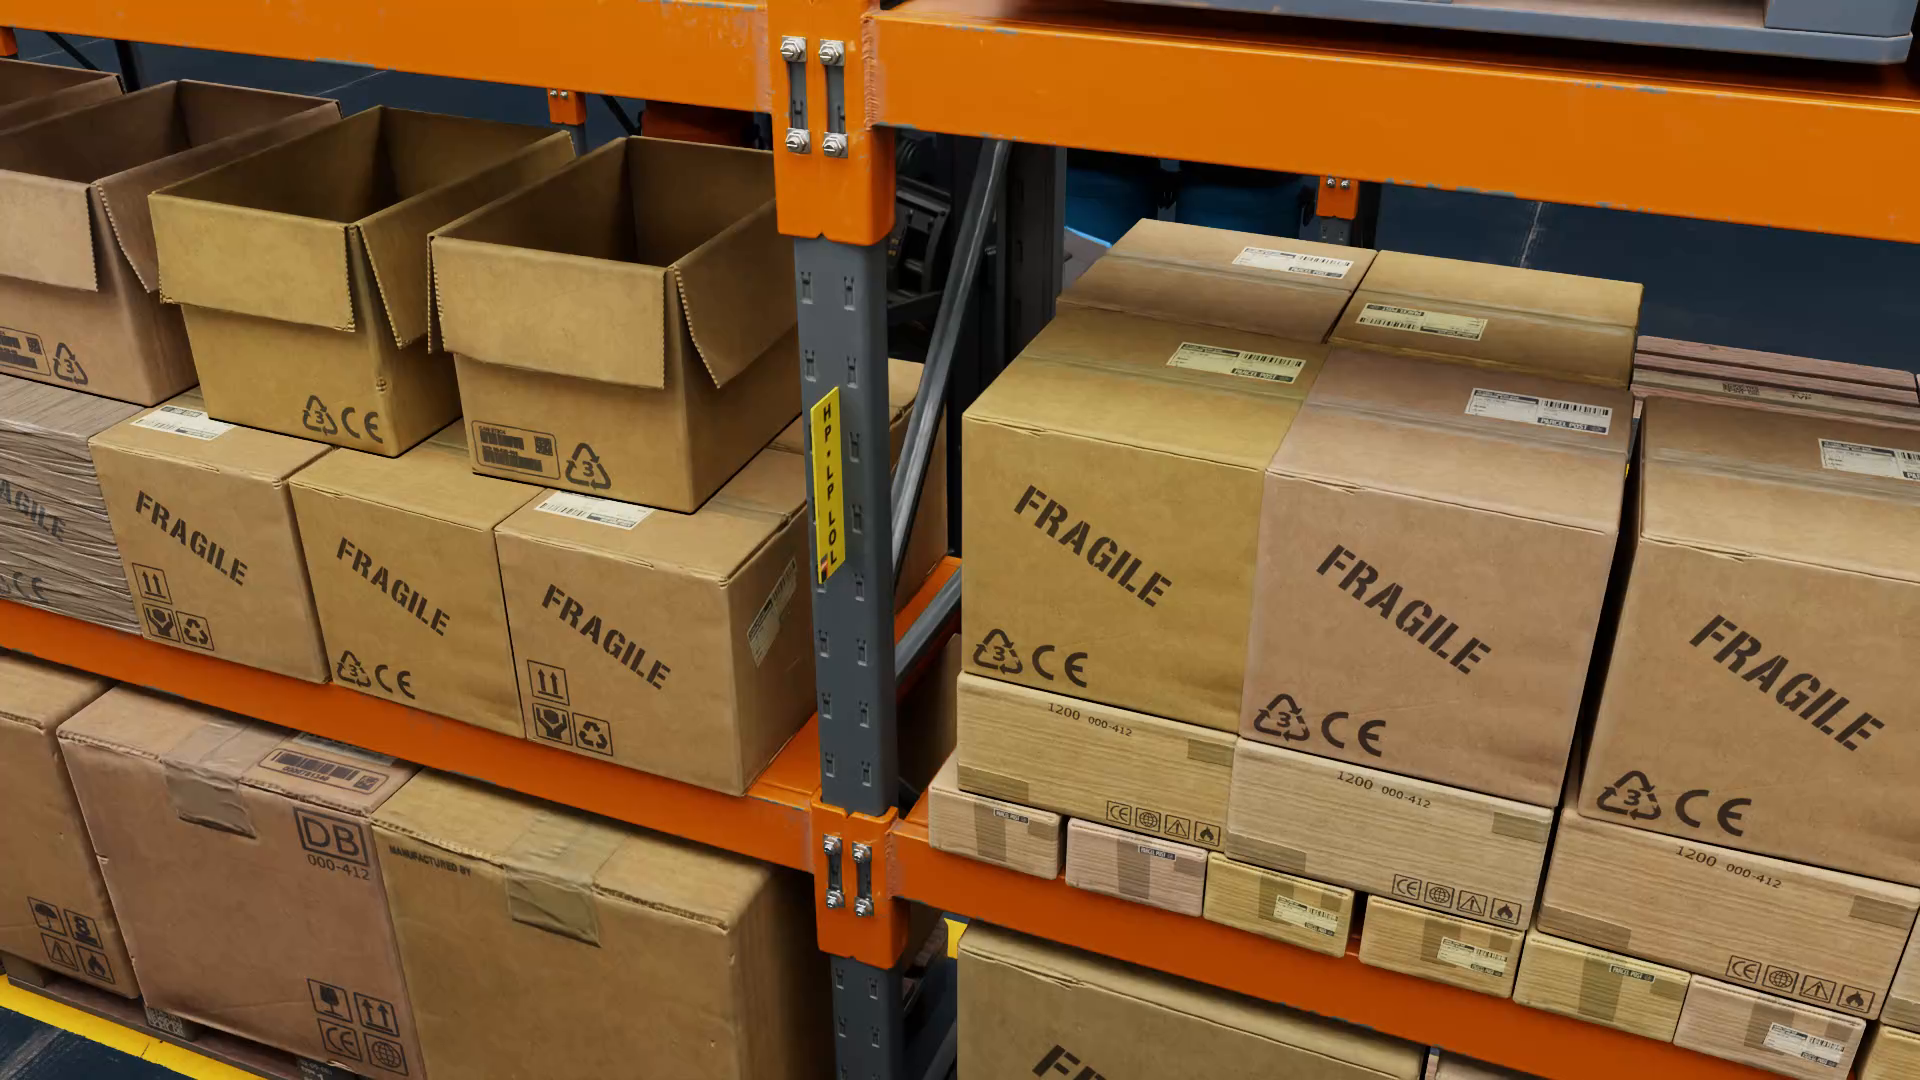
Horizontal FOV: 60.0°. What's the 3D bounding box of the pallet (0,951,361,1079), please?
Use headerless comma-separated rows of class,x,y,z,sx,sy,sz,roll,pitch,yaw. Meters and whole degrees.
pallet,-1.899,1.012,4.745,1.213,0.211,1.003,11,31,19

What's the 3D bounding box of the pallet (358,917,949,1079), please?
pallet,-0.765,1.237,4.347,1.213,0.211,1.003,11,31,19

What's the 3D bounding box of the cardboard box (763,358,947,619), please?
cardboard box,-0.354,-0.111,3.796,0.500,0.500,0.500,11,31,19

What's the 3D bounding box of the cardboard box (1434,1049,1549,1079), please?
cardboard box,1.394,1.199,3.313,0.875,0.875,0.875,11,31,19

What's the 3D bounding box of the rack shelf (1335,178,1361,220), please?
rack shelf,3.694,-1.444,6.987,4.000,0.370,1.077,11,31,19

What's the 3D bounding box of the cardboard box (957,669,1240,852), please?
cardboard box,0.315,0.274,3.067,0.500,0.250,0.500,11,31,18

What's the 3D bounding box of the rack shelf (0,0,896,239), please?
rack shelf,-1.875,-1.231,3.562,4.000,0.370,1.077,11,31,19

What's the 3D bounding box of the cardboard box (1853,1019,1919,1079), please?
cardboard box,1.572,0.735,2.657,0.250,0.149,0.380,10,31,18

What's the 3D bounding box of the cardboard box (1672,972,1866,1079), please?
cardboard box,1.329,0.687,2.742,0.250,0.149,0.380,12,32,20

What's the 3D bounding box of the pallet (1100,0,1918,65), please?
pallet,0.733,-0.980,2.476,1.213,0.211,1.003,11,31,19

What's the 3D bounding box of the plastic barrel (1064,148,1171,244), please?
plastic barrel,0.687,-1.636,8.301,0.708,0.901,0.600,11,31,19

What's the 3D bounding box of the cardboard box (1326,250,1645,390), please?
cardboard box,0.968,-0.201,3.146,0.500,0.500,0.500,12,31,20

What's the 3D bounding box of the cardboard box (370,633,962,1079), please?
cardboard box,-0.622,0.764,4.082,0.875,0.875,1.225,11,31,19

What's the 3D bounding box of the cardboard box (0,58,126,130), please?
cardboard box,-2.454,-0.824,4.039,0.637,0.503,0.797,12,32,20

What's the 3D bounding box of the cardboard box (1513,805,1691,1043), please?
cardboard box,1.097,0.639,2.826,0.250,0.149,0.380,11,31,18

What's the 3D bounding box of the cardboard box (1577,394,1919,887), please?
cardboard box,1.263,0.135,2.551,0.500,0.500,0.500,10,31,18

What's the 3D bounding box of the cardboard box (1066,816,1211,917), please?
cardboard box,0.371,0.496,3.080,0.250,0.149,0.380,10,31,17

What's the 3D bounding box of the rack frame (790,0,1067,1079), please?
rack frame,-0.022,0.132,3.469,0.127,3.000,1.000,11,31,19

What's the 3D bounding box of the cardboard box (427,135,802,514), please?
cardboard box,-0.617,-0.463,3.400,0.637,0.503,0.797,10,31,18

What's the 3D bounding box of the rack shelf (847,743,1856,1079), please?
rack shelf,1.832,0.815,2.991,4.000,0.370,1.077,11,31,19

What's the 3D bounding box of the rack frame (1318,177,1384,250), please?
rack frame,1.841,-2.127,7.464,0.127,3.000,1.000,11,31,19

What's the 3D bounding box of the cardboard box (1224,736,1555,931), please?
cardboard box,0.774,0.368,2.901,0.500,0.250,0.500,11,31,19

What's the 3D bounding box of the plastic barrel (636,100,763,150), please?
plastic barrel,-1.406,-2.022,9.058,0.708,0.830,0.600,11,31,19

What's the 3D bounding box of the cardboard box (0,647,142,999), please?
cardboard box,-2.273,0.439,4.657,0.875,0.875,1.225,11,31,19

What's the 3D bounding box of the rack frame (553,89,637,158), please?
rack frame,-1.866,-2.867,8.774,0.127,3.000,1.000,11,31,19

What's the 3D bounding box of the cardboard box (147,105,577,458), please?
cardboard box,-1.248,-0.595,3.634,0.637,0.503,0.797,12,32,20

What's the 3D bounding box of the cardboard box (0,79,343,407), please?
cardboard box,-1.830,-0.703,3.825,0.637,0.503,0.797,12,32,21

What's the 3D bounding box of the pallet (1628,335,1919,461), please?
pallet,3.671,-0.570,7.543,1.213,0.211,1.003,11,31,19

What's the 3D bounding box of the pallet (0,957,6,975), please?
pallet,-3.026,0.786,5.145,1.213,0.211,1.003,11,31,19

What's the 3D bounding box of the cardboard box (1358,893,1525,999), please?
cardboard box,0.859,0.592,2.909,0.250,0.149,0.380,10,31,18

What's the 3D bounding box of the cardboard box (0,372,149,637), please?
cardboard box,-1.963,-0.157,3.878,0.500,0.500,0.500,11,31,19

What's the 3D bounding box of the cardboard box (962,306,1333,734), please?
cardboard box,0.326,-0.054,2.885,0.500,0.500,0.500,11,31,19

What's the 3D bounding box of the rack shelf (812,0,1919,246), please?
rack shelf,1.832,-0.491,2.253,4.000,0.370,1.077,11,31,19

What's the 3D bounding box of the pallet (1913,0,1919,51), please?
pallet,1.859,-0.753,2.076,1.213,0.211,1.003,11,31,19

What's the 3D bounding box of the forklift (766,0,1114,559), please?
forklift,-0.516,-1.069,5.663,3.031,2.935,1.130,-22,36,-33

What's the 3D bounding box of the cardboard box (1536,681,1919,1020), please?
cardboard box,1.256,0.461,2.736,0.500,0.250,0.500,12,32,20

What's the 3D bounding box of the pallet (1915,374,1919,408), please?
pallet,4.797,-0.343,7.142,1.213,0.211,1.003,11,31,19

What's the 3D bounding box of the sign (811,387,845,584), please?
sign,-0.217,-0.089,2.762,0.005,0.325,0.100,11,31,19

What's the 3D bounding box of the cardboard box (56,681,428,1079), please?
cardboard box,-1.451,0.600,4.373,0.875,0.875,1.225,10,31,17

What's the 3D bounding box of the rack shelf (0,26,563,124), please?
rack shelf,-3.719,-2.924,9.605,4.000,0.370,1.077,11,31,19

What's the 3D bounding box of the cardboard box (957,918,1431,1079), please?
cardboard box,0.560,1.032,3.608,0.875,0.875,0.875,11,31,19

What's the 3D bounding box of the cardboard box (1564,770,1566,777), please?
cardboard box,1.338,0.338,3.359,0.250,0.149,0.380,12,32,20

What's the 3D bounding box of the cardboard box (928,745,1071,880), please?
cardboard box,0.127,0.447,3.165,0.250,0.149,0.380,11,31,19

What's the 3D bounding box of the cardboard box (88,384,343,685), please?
cardboard box,-1.500,-0.062,3.710,0.500,0.500,0.500,11,31,19

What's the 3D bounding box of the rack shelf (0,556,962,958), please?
rack shelf,-1.875,0.075,4.300,4.000,0.370,1.077,11,31,19

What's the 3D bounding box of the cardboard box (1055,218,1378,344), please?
cardboard box,0.505,-0.296,3.313,0.500,0.500,0.500,12,32,21

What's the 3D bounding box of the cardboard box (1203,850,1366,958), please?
cardboard box,0.615,0.544,2.994,0.250,0.149,0.380,12,32,21

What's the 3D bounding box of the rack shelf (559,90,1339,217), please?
rack shelf,-0.013,-2.184,8.296,4.000,0.370,1.077,11,31,19

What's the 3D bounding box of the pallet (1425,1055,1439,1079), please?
pallet,0.654,1.522,3.843,1.213,0.211,1.003,11,31,19

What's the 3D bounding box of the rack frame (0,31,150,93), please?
rack frame,-5.573,-3.607,10.083,0.127,3.000,1.000,11,31,19

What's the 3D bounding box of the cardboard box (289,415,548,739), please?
cardboard box,-1.014,0.031,3.544,0.500,0.500,0.500,12,32,21

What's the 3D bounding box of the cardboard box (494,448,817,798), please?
cardboard box,-0.558,0.126,3.377,0.500,0.500,0.500,11,31,19

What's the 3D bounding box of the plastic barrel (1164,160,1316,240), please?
plastic barrel,1.343,-1.505,8.069,0.708,0.901,0.600,11,31,19

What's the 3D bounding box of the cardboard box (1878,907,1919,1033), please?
cardboard box,1.710,0.556,2.568,0.500,0.250,0.500,11,31,19

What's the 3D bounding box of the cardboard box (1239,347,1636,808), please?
cardboard box,0.779,0.041,2.718,0.500,0.500,0.500,11,31,19
